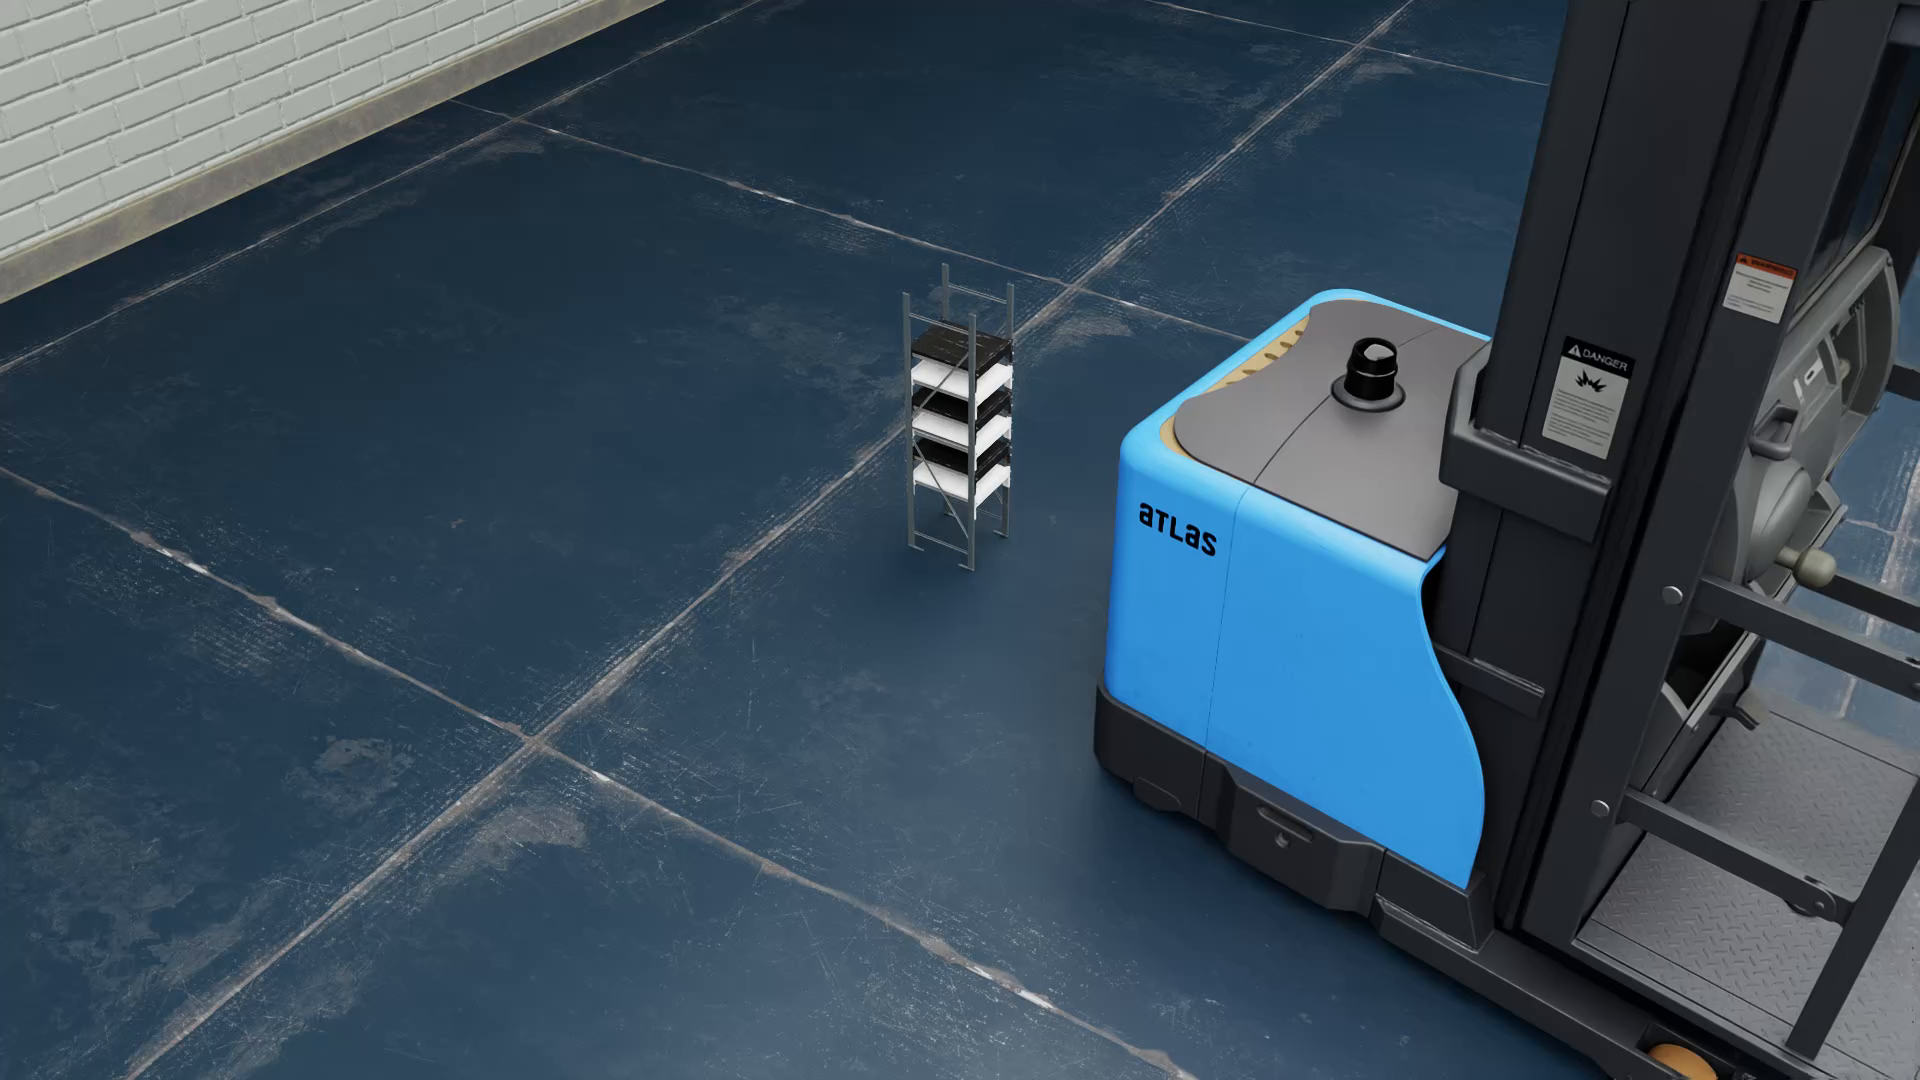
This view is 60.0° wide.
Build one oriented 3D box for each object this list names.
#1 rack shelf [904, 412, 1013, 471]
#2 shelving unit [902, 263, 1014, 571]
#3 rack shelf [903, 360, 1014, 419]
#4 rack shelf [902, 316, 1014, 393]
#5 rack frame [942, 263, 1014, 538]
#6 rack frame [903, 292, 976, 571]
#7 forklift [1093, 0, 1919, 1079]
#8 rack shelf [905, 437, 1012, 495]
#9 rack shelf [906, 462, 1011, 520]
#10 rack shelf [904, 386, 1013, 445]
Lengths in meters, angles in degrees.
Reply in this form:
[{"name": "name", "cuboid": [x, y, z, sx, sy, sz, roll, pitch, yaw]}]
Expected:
[{"name": "rack shelf", "cuboid": [-0.004, -0.326, 4.990, 0.258, 0.077, 0.200, 21, 42, 25]}, {"name": "shelving unit", "cuboid": [-0.004, -0.352, 4.970, 0.258, 0.900, 0.210, 21, 42, 25]}, {"name": "rack shelf", "cuboid": [-0.004, -0.468, 4.880, 0.258, 0.077, 0.200, 21, 42, 25]}, {"name": "rack shelf", "cuboid": [-0.004, -0.540, 4.825, 0.258, 0.077, 0.200, 21, 42, 25]}, {"name": "rack frame", "cuboid": [0.050, -0.405, 5.038, 0.240, 0.900, 0.006, 21, 42, 25]}, {"name": "rack frame", "cuboid": [-0.059, -0.300, 4.902, 0.240, 0.900, 0.006, 21, 42, 25]}, {"name": "forklift", "cuboid": [1.805, -0.190, 3.096, 3.031, 2.935, 1.130, 27, 45, 31]}, {"name": "rack shelf", "cuboid": [-0.004, -0.255, 5.045, 0.258, 0.077, 0.200, 21, 42, 25]}, {"name": "rack shelf", "cuboid": [-0.004, -0.183, 5.100, 0.258, 0.077, 0.200, 21, 42, 25]}, {"name": "rack shelf", "cuboid": [-0.004, -0.397, 4.935, 0.258, 0.077, 0.200, 21, 42, 25]}]
